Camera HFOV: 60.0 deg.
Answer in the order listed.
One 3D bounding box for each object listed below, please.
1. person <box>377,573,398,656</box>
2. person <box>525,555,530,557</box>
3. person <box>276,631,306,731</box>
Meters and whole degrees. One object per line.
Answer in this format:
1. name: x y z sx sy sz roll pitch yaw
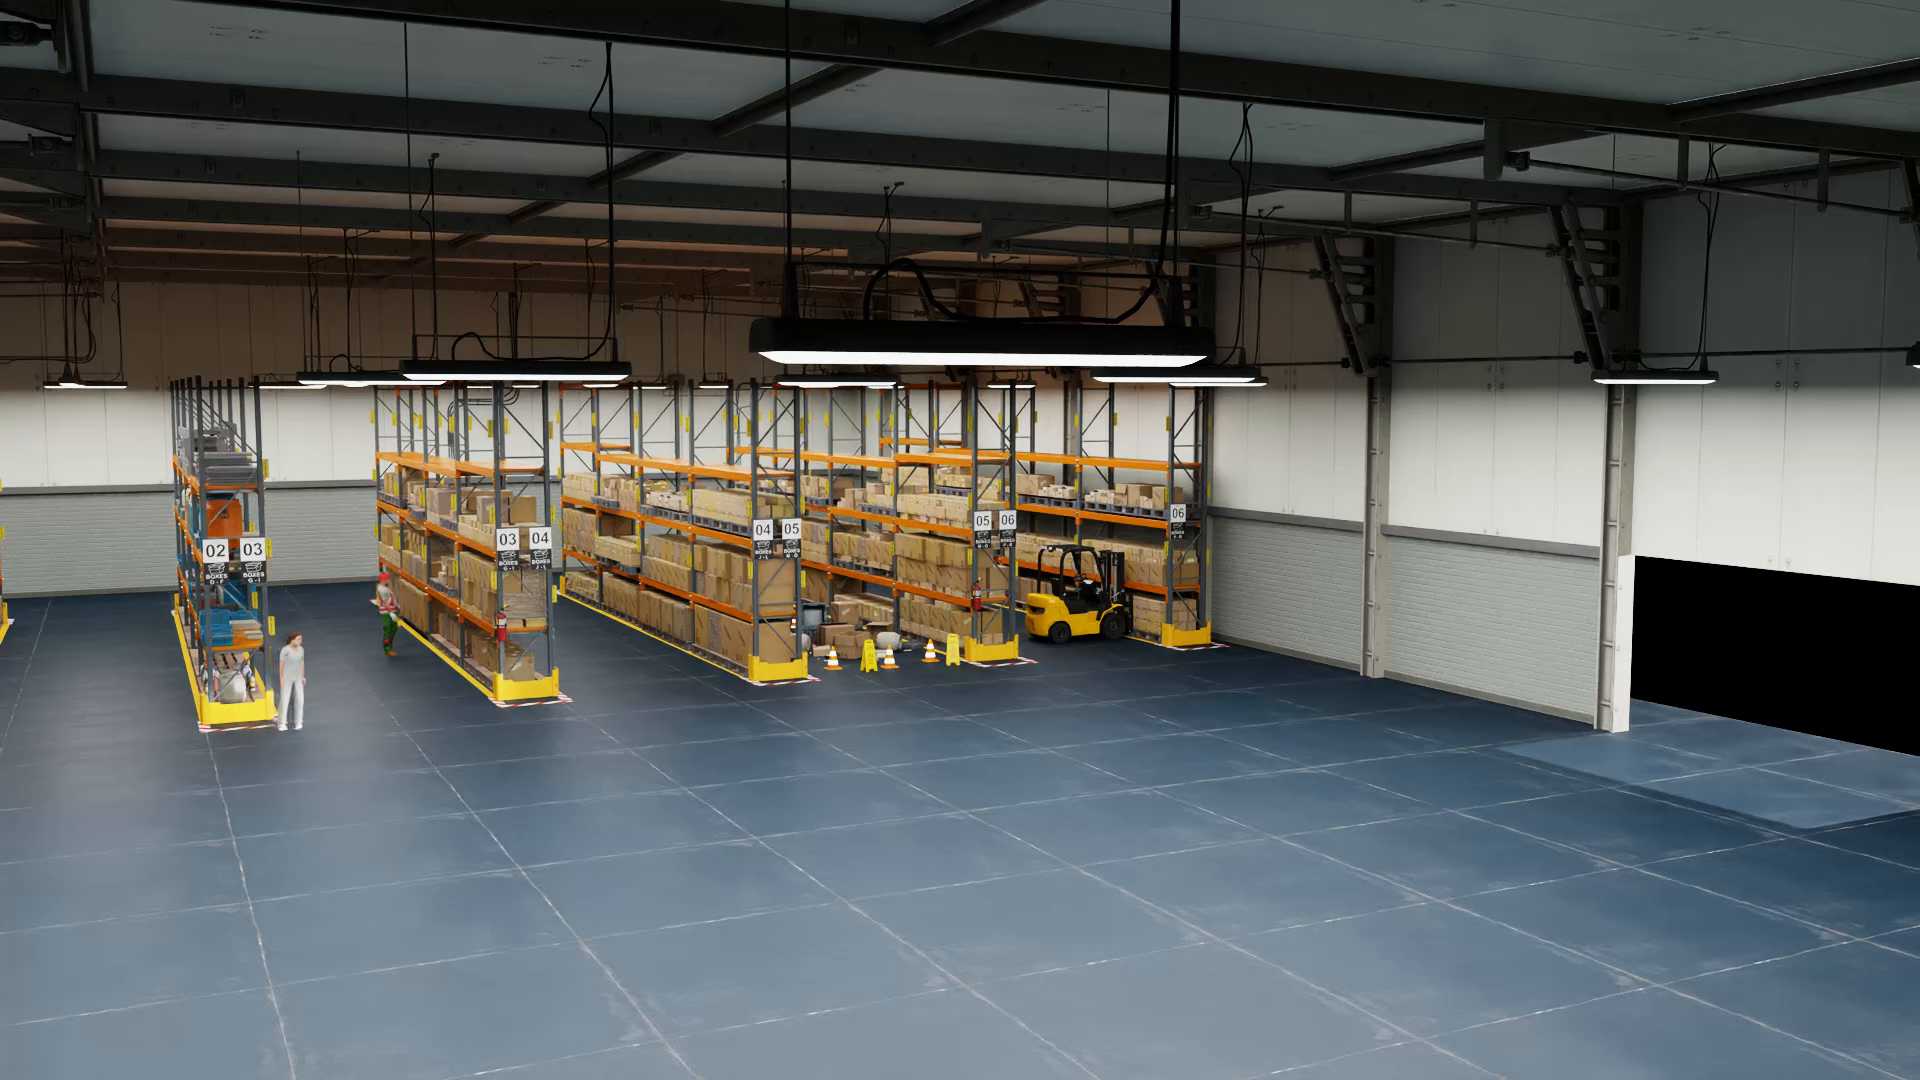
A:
1. person: -12.433 1.626 36.205 0.525 1.830 0.642 0 5 0
2. person: -12.570 0.611 48.342 0.520 1.679 0.467 -3 6 -30
3. person: -11.350 2.376 28.282 0.446 1.684 0.477 4 6 35
